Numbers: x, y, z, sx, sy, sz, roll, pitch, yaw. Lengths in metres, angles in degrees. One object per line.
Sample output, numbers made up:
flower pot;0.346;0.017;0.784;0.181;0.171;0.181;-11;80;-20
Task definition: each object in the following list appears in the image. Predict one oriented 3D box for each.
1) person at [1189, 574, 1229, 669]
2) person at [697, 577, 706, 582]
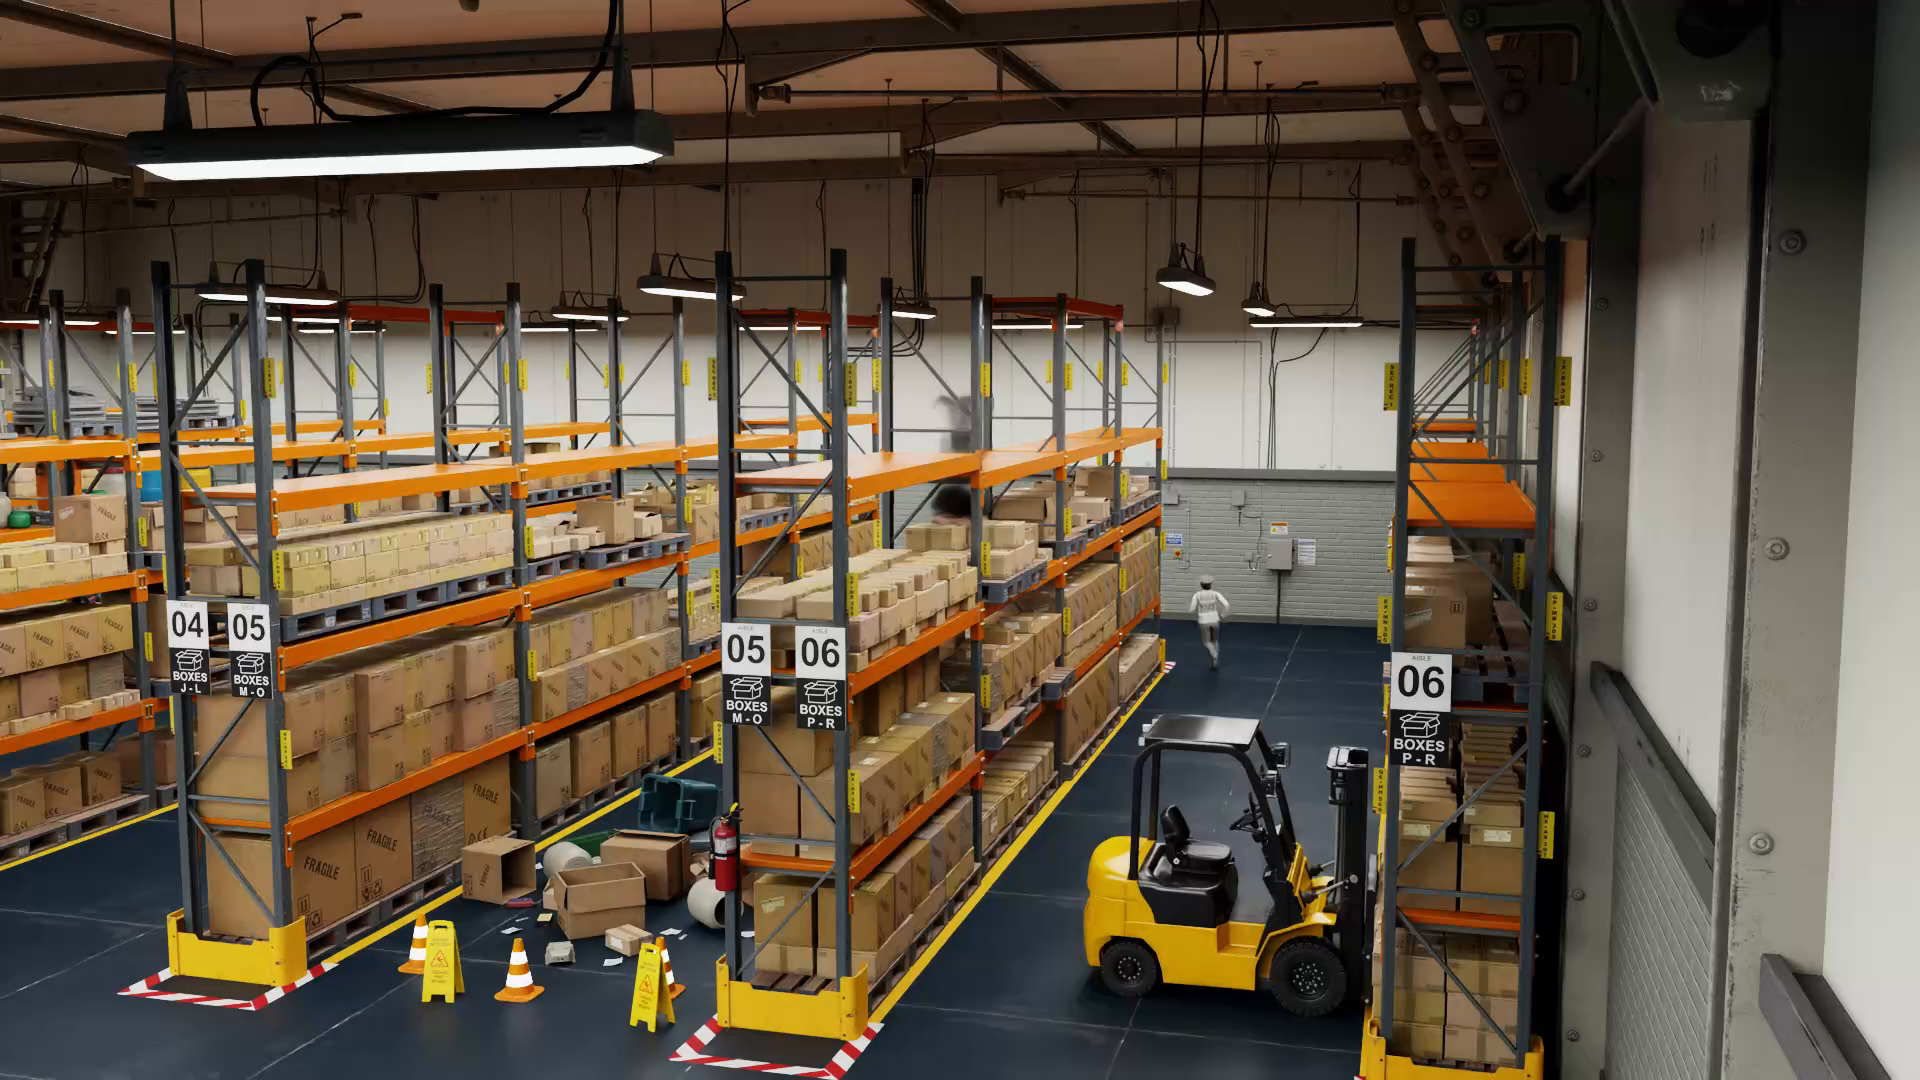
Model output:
person;4.180;1.414;27.956;0.664;1.672;0.707;0;6;-3
person;-4.240;1.433;27.767;0.592;1.627;0.621;3;7;24
